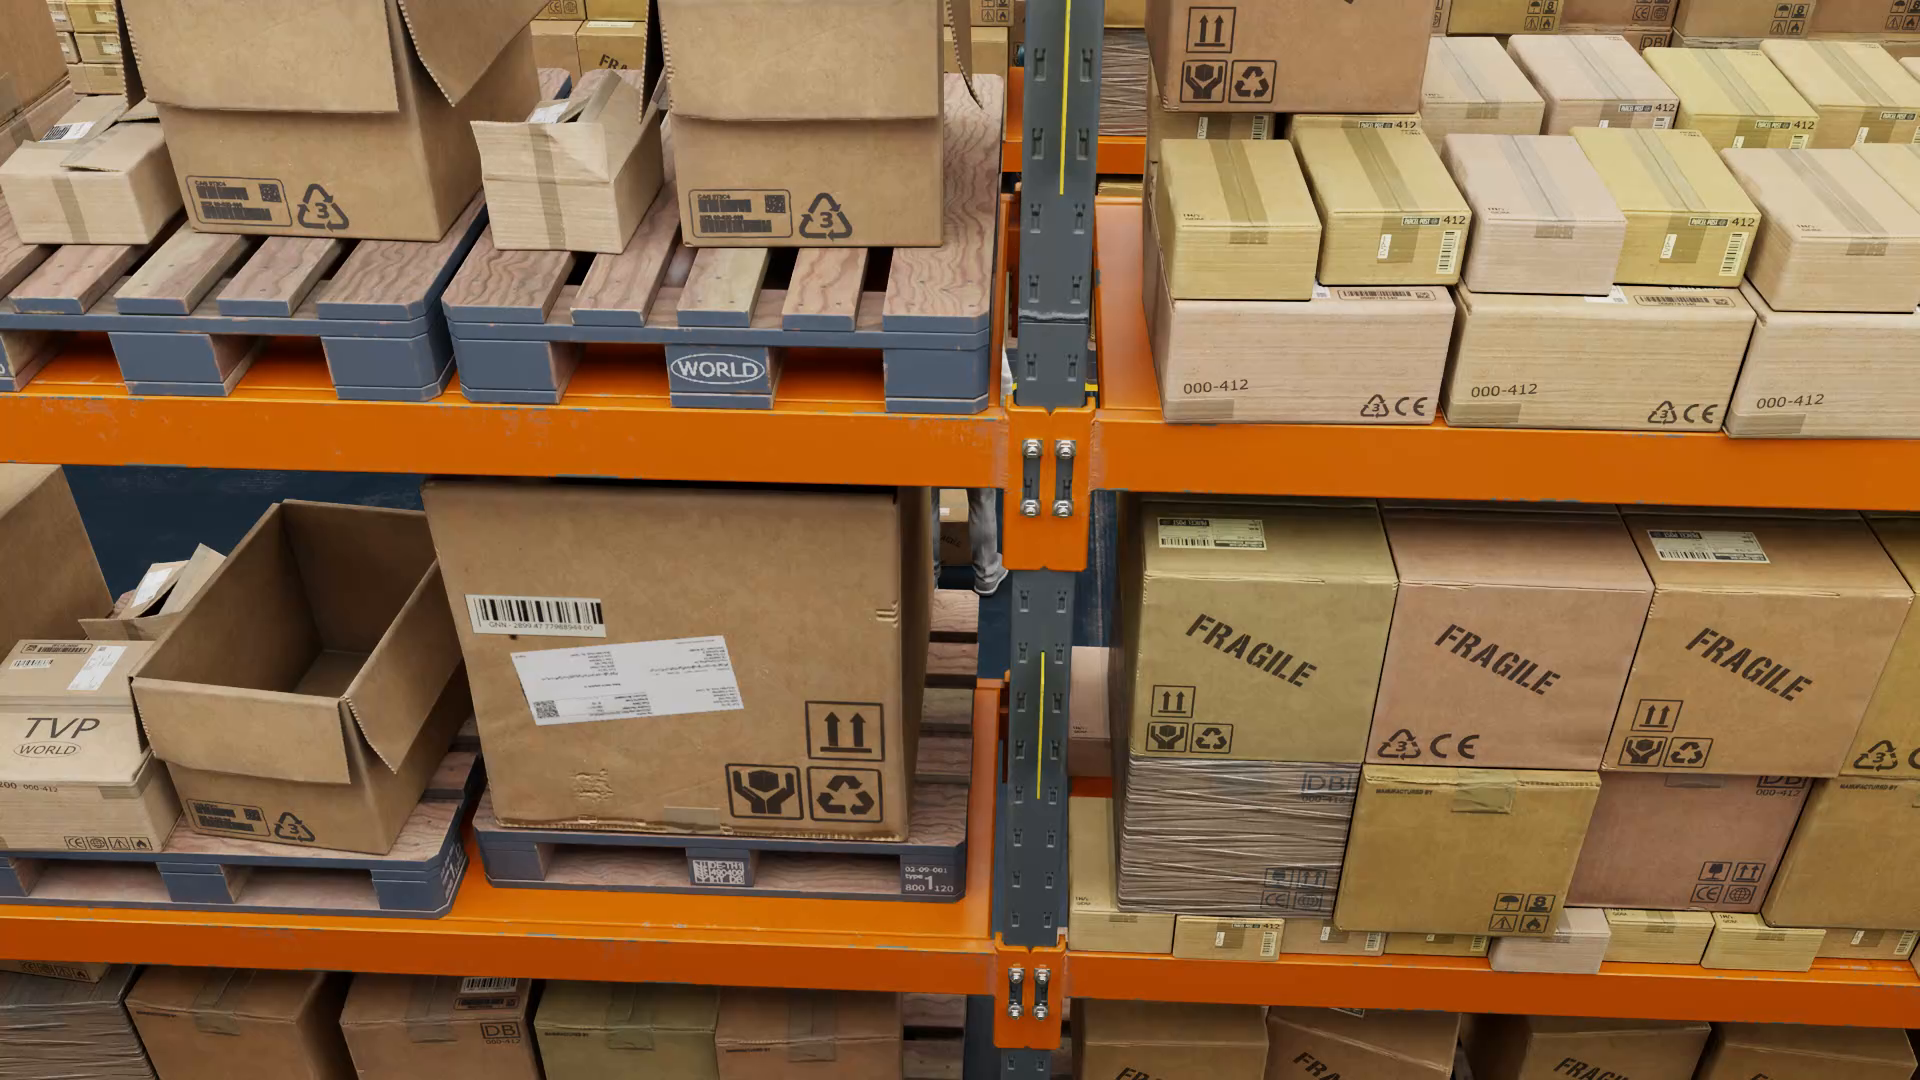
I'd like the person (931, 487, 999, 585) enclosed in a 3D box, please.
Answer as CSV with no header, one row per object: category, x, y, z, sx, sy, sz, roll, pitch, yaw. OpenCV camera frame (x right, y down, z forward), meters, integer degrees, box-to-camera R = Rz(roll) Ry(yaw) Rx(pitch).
person,-0.043,-0.523,6.813,0.507,1.601,0.347,1,36,2
